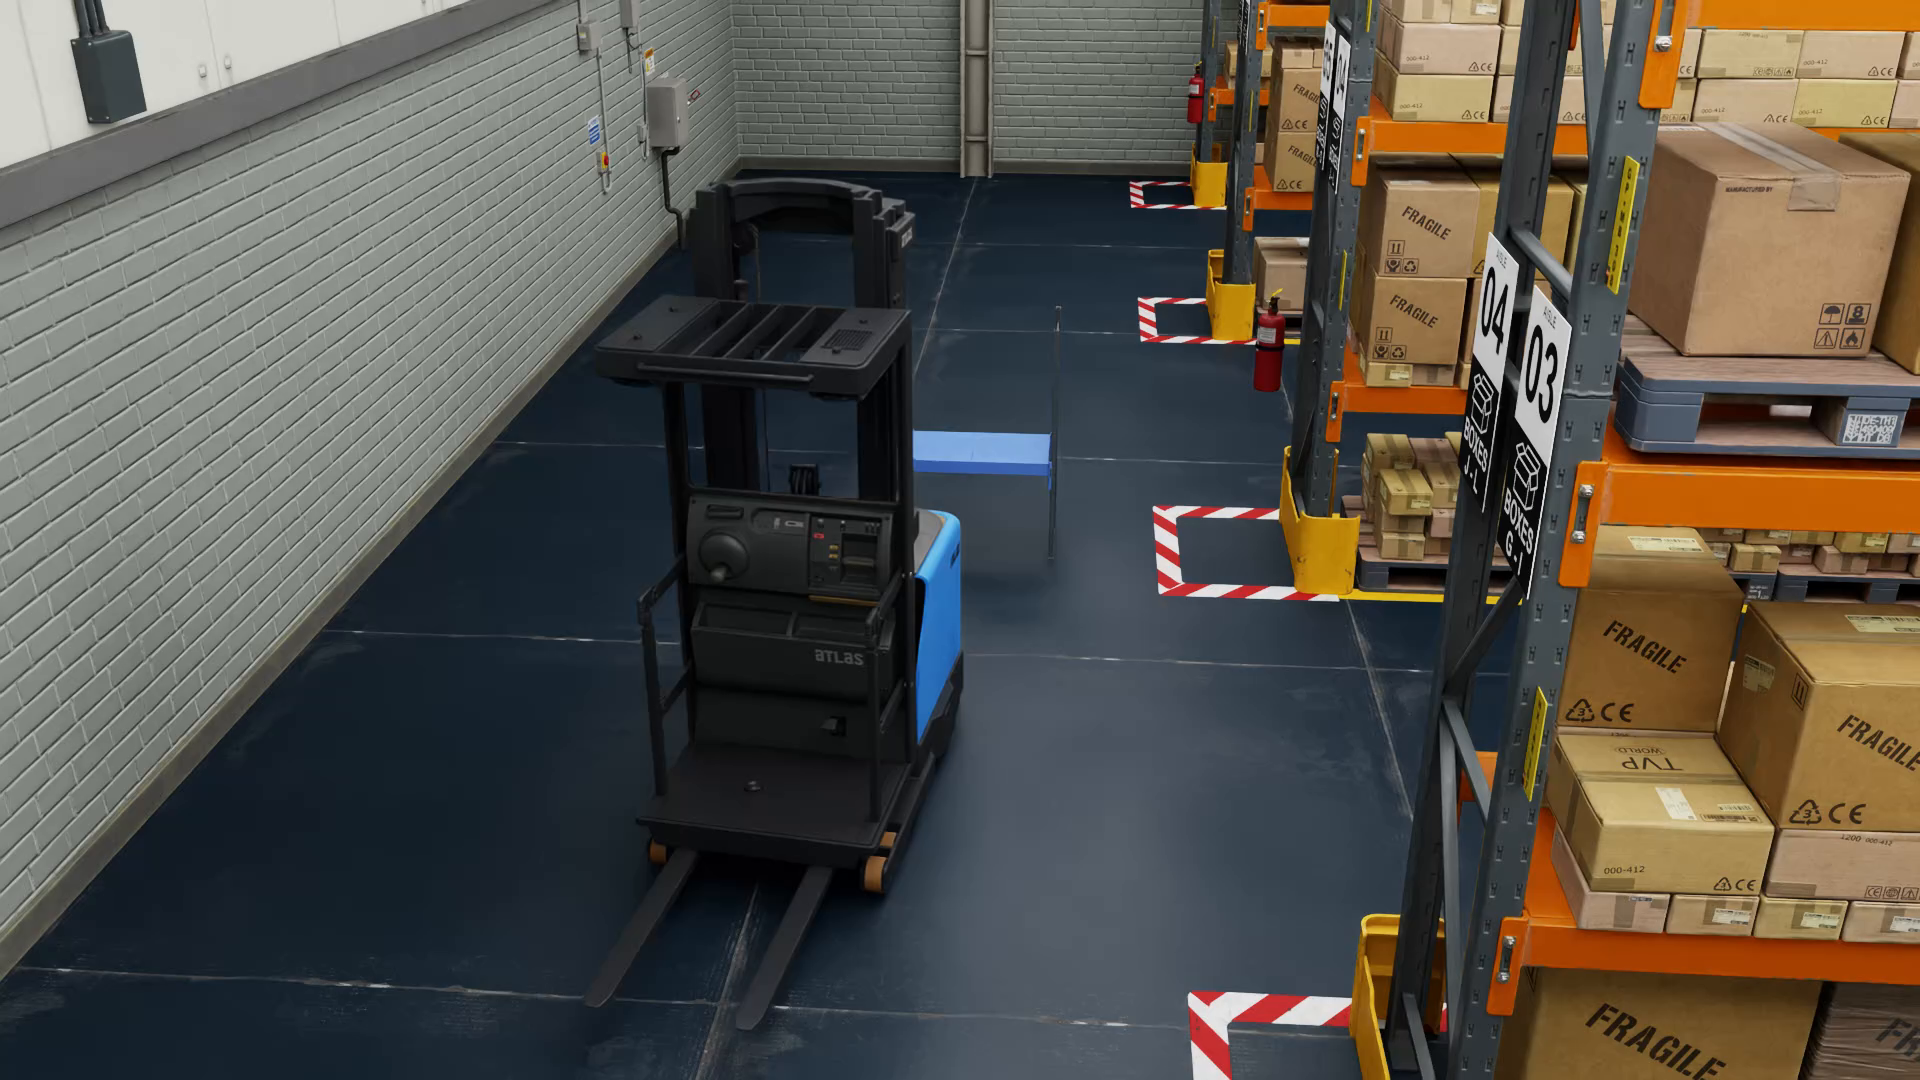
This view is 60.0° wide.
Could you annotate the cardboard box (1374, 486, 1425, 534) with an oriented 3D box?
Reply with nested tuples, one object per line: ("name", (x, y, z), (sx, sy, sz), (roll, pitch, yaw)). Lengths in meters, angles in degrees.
("cardboard box", (2.675, -0.188, 10.122), (0.250, 0.149, 0.380), (3, 25, 6))

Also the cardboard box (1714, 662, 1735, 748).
("cardboard box", (2.701, 0.638, 5.599), (0.500, 0.250, 0.500), (1, 25, 3))

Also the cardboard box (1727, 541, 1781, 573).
("cardboard box", (4.712, 0.048, 9.966), (0.250, 0.149, 0.380), (2, 25, 4))

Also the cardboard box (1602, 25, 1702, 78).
("cardboard box", (3.614, -2.643, 8.898), (0.500, 0.250, 0.500), (2, 25, 5))

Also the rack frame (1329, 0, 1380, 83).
("rack frame", (2.173, -4.006, 8.691), (0.127, 3.000, 1.000), (2, 25, 4))

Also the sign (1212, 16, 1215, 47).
("sign", (2.786, -5.583, 18.259), (0.005, 0.325, 0.100), (2, 25, 4))

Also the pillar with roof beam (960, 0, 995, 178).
("pillar with roof beam", (-0.122, -6.809, 14.782), (0.400, 9.000, 9.100), (2, 25, 4))

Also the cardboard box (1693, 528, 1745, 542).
("cardboard box", (4.520, -0.132, 10.000), (0.250, 0.149, 0.380), (1, 25, 1))

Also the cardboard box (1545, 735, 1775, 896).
("cardboard box", (2.150, 0.844, 5.151), (0.500, 0.250, 0.500), (1, 25, 3))

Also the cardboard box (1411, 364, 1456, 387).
("cardboard box", (2.728, -1.029, 9.698), (0.250, 0.149, 0.380), (3, 25, 6))

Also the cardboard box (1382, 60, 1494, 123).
("cardboard box", (2.601, -2.454, 9.087), (0.500, 0.250, 0.500), (3, 25, 6))

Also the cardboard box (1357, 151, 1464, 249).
("cardboard box", (2.648, -2.005, 9.846), (0.500, 0.500, 0.500), (1, 25, 3))

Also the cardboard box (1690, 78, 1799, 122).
("cardboard box", (4.154, -2.404, 8.976), (0.500, 0.250, 0.500), (2, 25, 4))

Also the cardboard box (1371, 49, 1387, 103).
("cardboard box", (2.646, -2.671, 9.557), (0.500, 0.250, 0.500), (1, 25, 3))

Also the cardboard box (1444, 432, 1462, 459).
("cardboard box", (3.234, -0.548, 10.549), (0.250, 0.149, 0.380), (1, 25, 3))

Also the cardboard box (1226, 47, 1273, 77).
("cardboard box", (3.259, -5.356, 18.626), (0.500, 0.250, 0.500), (2, 25, 4))

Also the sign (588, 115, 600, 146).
("sign", (-3.238, -3.622, 14.711), (0.001, 0.218, 0.327), (2, 25, 4))

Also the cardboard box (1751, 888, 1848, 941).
("cardboard box", (2.532, 1.062, 5.154), (0.250, 0.149, 0.380), (1, 25, 3))

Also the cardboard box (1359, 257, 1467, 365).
("cardboard box", (2.599, -1.332, 9.580), (0.500, 0.500, 0.500), (3, 25, 6))

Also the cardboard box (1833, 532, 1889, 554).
("cardboard box", (5.283, -0.066, 9.857), (0.250, 0.149, 0.380), (1, 25, 2))

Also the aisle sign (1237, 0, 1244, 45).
("aisle sign", (2.403, -4.660, 14.178), (0.004, 0.787, 0.394), (2, 25, 4))

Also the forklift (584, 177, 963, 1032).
("forklift", (-0.794, 0.060, 7.113), (1.130, 2.935, 3.031), (5, 25, 11))

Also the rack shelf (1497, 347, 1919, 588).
("rack shelf", (3.686, -0.189, 4.844), (4.000, 0.370, 1.077), (2, 25, 4))

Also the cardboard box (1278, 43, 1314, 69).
("cardboard box", (2.784, -4.015, 13.795), (0.250, 0.149, 0.380), (2, 25, 5))

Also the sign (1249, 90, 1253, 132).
("sign", (2.402, -3.545, 13.736), (0.005, 0.325, 0.100), (2, 25, 4))

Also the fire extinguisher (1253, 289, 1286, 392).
("fire extinguisher", (1.957, -1.277, 10.475), (0.183, 0.674, 0.296), (2, 25, 4))

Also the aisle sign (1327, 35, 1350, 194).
("aisle sign", (2.077, -2.339, 9.135), (0.004, 0.787, 0.394), (2, 25, 4))

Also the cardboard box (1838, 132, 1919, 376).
("cardboard box", (2.767, -0.798, 4.567), (0.500, 0.500, 0.700), (1, 25, 2))

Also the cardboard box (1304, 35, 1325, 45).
("cardboard box", (3.079, -4.215, 14.231), (0.250, 0.149, 0.380), (2, 25, 5))

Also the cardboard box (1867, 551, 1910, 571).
("cardboard box", (5.491, 0.038, 9.988), (0.250, 0.149, 0.380), (3, 25, 5))

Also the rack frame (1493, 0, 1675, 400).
("rack frame", (1.692, -1.942, 4.205), (0.127, 3.000, 1.000), (2, 25, 4))

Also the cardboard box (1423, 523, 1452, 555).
("cardboard box", (2.938, -0.052, 10.183), (0.250, 0.149, 0.380), (2, 25, 4))

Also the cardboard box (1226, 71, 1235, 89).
("cardboard box", (3.134, -5.177, 18.713), (0.250, 0.149, 0.380), (2, 25, 4))

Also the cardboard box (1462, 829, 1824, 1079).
("cardboard box", (2.336, 1.545, 5.844), (0.875, 0.875, 0.875), (2, 25, 4))

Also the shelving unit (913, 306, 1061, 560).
("shelving unit", (0.085, -0.679, 10.431), (1.048, 1.500, 0.538), (2, 25, 4))

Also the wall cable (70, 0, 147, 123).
("wall cable", (-3.682, -5.021, 7.048), (0.120, 5.999, 2.277), (2, 25, 4))

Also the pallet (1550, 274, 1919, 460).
("pallet", (2.433, -0.520, 4.809), (1.213, 0.211, 1.003), (2, 25, 4))

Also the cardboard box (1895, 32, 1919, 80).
("cardboard box", (5.163, -2.605, 8.815), (0.500, 0.250, 0.500), (1, 25, 2))

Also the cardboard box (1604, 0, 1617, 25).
("cardboard box", (3.503, -2.851, 8.874), (0.250, 0.149, 0.380), (3, 25, 6))

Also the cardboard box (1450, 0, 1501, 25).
("cardboard box", (2.731, -2.863, 8.899), (0.250, 0.149, 0.380), (3, 25, 6))

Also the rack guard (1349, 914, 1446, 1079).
("rack guard", (1.668, 1.918, 5.984), (0.348, 0.500, 1.175), (2, 25, 4))

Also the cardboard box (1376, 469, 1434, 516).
("cardboard box", (2.669, -0.288, 9.985), (0.250, 0.149, 0.380), (1, 25, 2))

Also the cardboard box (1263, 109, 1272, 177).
("cardboard box", (2.952, -3.487, 14.621), (0.500, 0.500, 0.500), (2, 25, 4))

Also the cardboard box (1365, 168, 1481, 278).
("cardboard box", (2.600, -1.791, 9.381), (0.500, 0.500, 0.500), (2, 25, 4))

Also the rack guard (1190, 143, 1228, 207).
("rack guard", (2.903, -4.278, 19.449), (0.348, 0.500, 1.175), (2, 25, 4))

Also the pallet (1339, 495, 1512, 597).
("pallet", (3.056, 0.029, 10.434), (1.213, 0.211, 1.003), (2, 25, 4))

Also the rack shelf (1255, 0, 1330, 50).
("rack shelf", (4.445, -4.319, 13.820), (4.000, 0.370, 1.077), (2, 25, 4))
